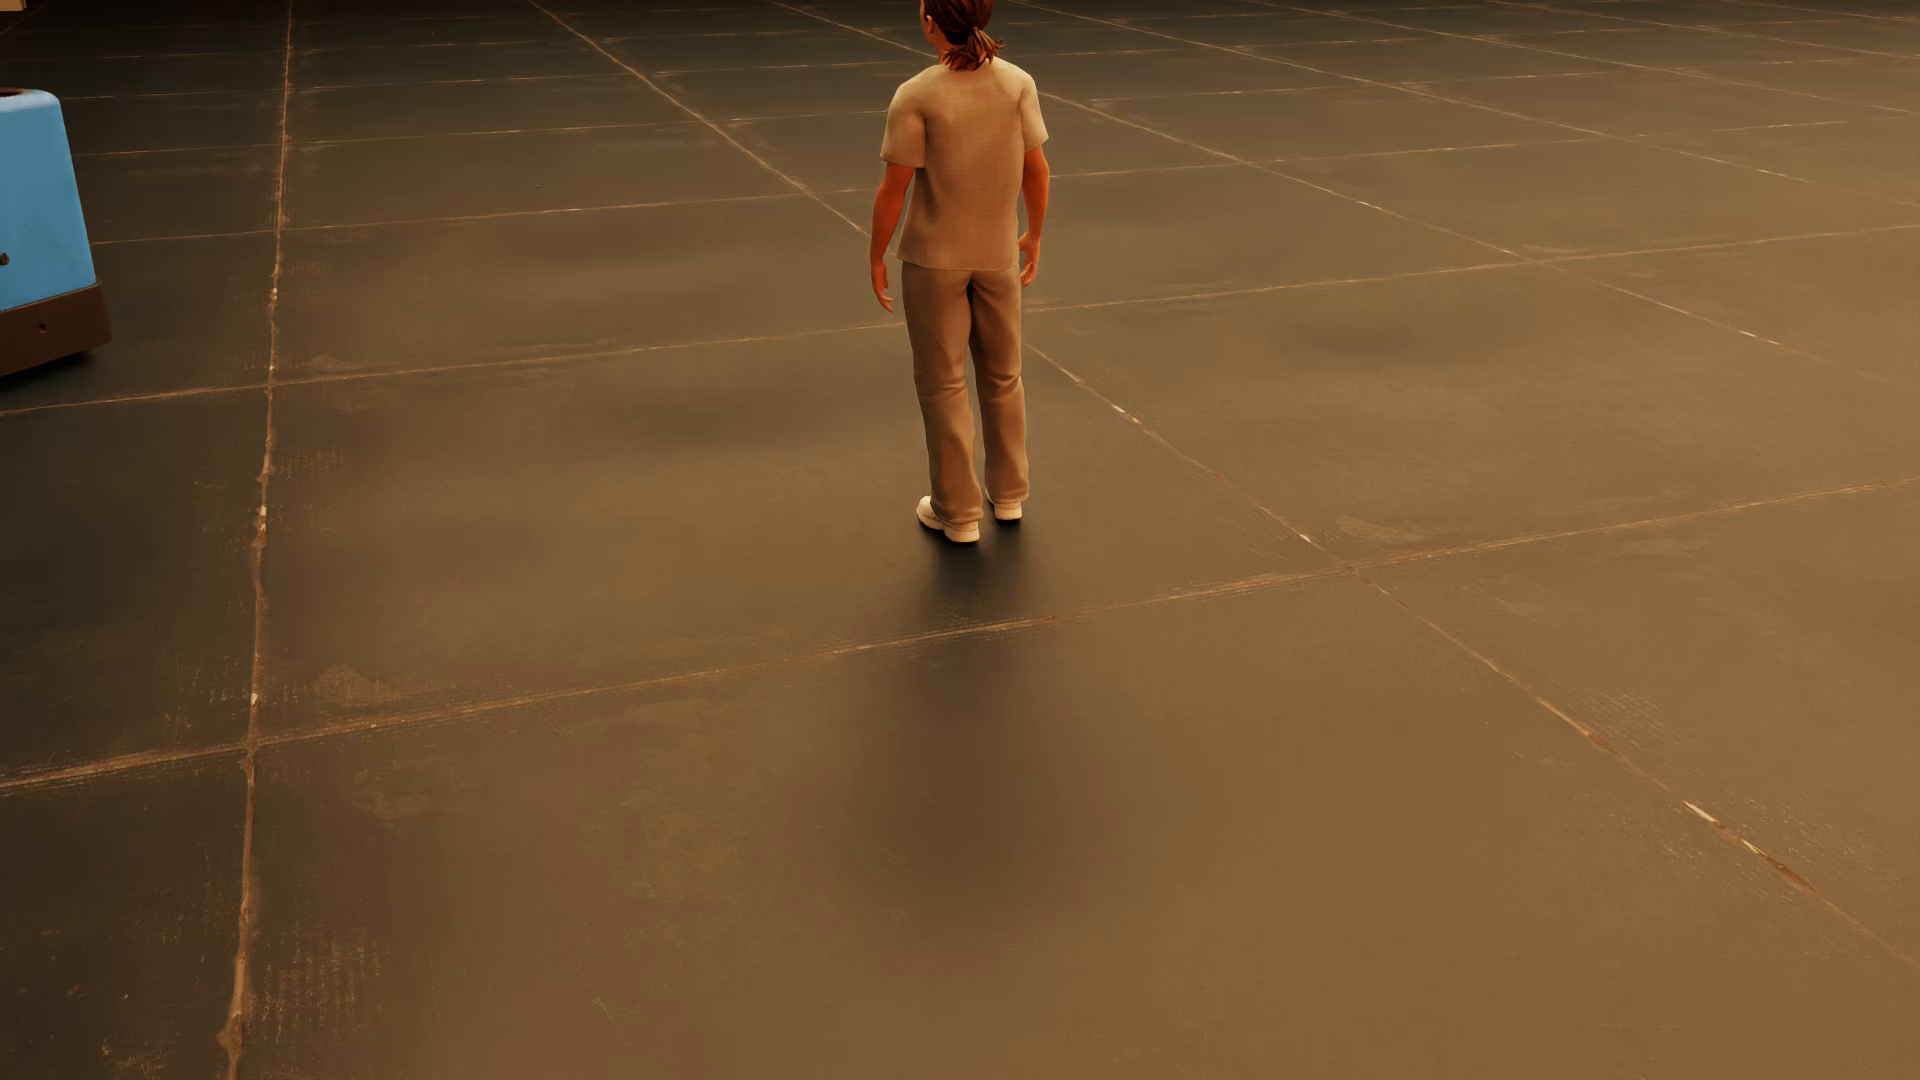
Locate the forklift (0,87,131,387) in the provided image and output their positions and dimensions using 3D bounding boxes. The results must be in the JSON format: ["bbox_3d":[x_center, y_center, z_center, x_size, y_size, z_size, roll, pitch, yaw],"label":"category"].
[{"bbox_3d":[-4.969,-2.133,6.370,3.031,2.935,1.130,9,24,20],"label":"forklift"}]

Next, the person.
[{"bbox_3d":[-0.012,-0.808,4.819,0.549,1.676,0.549,-8,24,-18],"label":"person"}]
